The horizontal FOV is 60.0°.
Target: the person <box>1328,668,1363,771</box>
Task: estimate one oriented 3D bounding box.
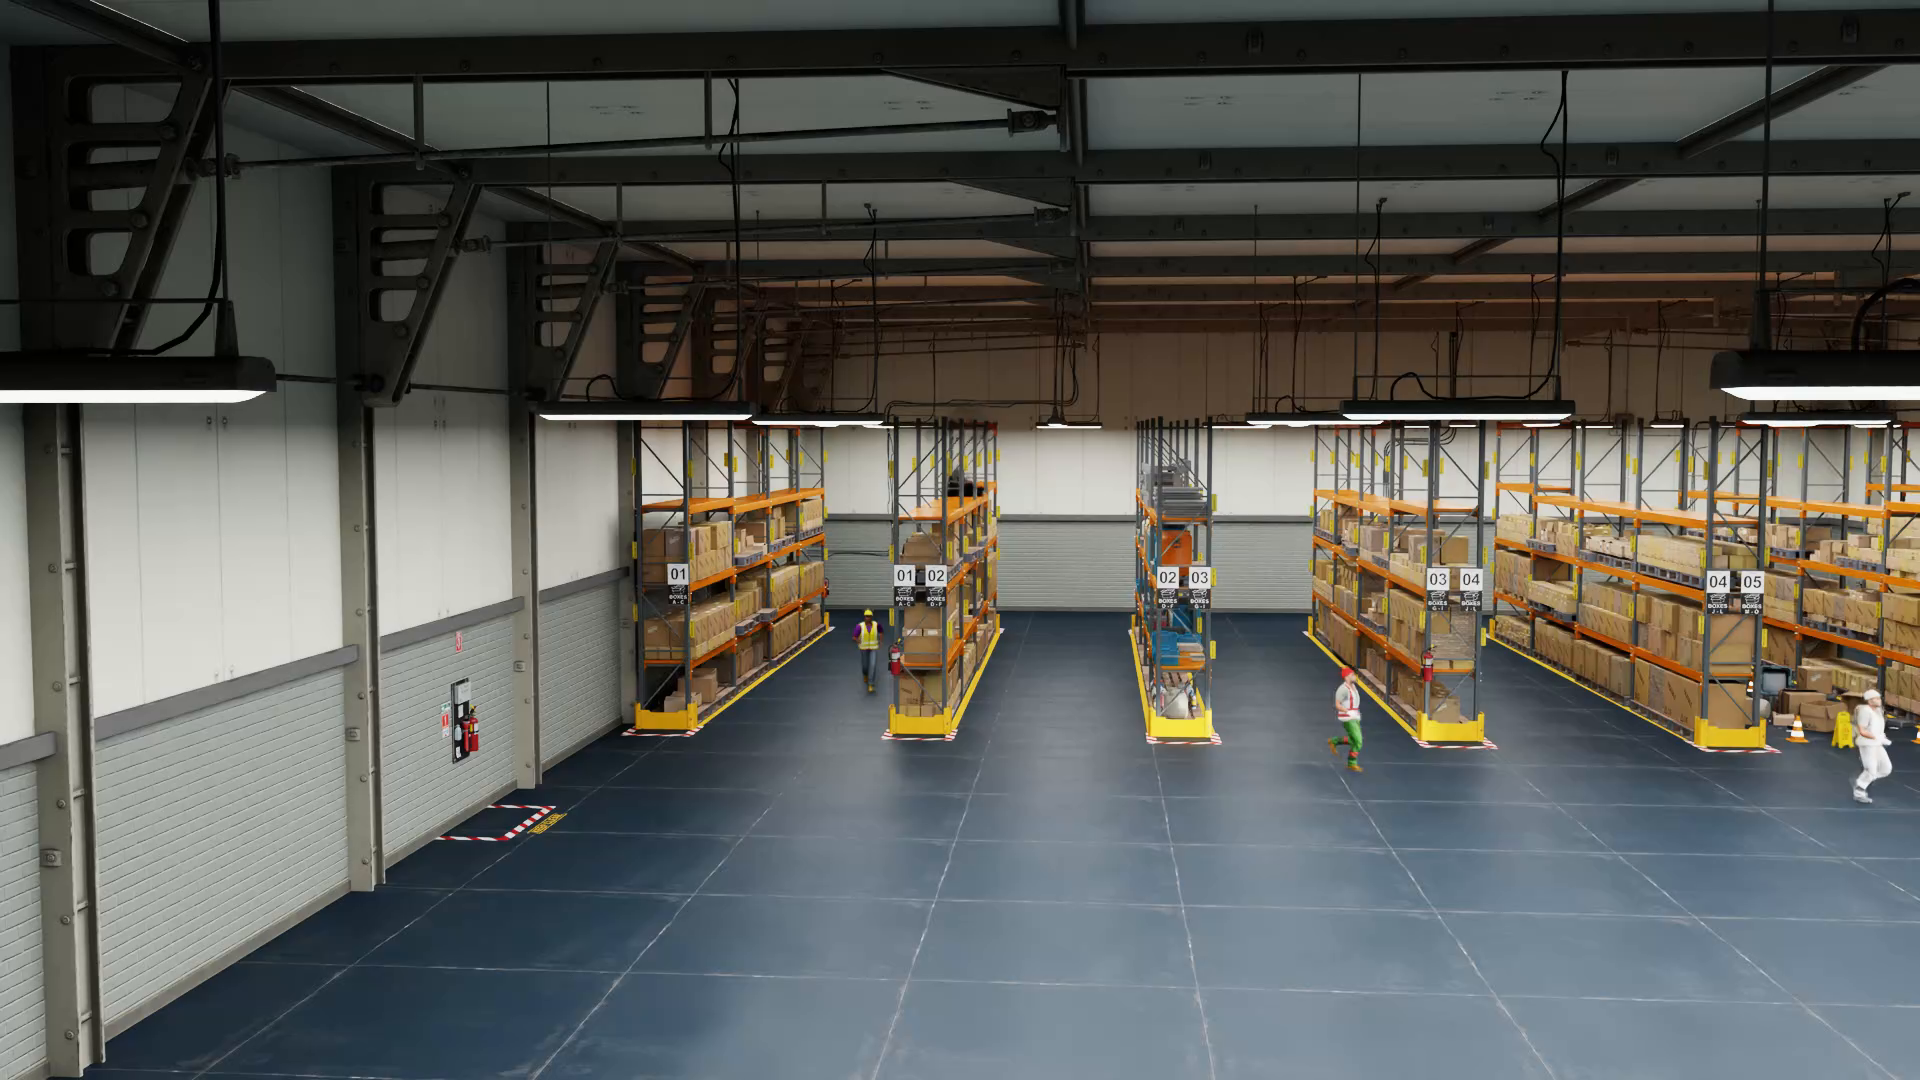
[{"bbox_3d":[6.534,3.023,28.186,0.664,1.737,0.688,2,4,31],"label":"person"}]

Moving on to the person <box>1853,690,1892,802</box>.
[{"bbox_3d":[14.073,3.169,25.585,0.700,1.743,0.602,-3,5,-36],"label":"person"}]

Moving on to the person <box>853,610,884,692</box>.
[{"bbox_3d":[-2.026,2.434,36.874,0.700,1.771,0.960,0,4,-6],"label":"person"}]
